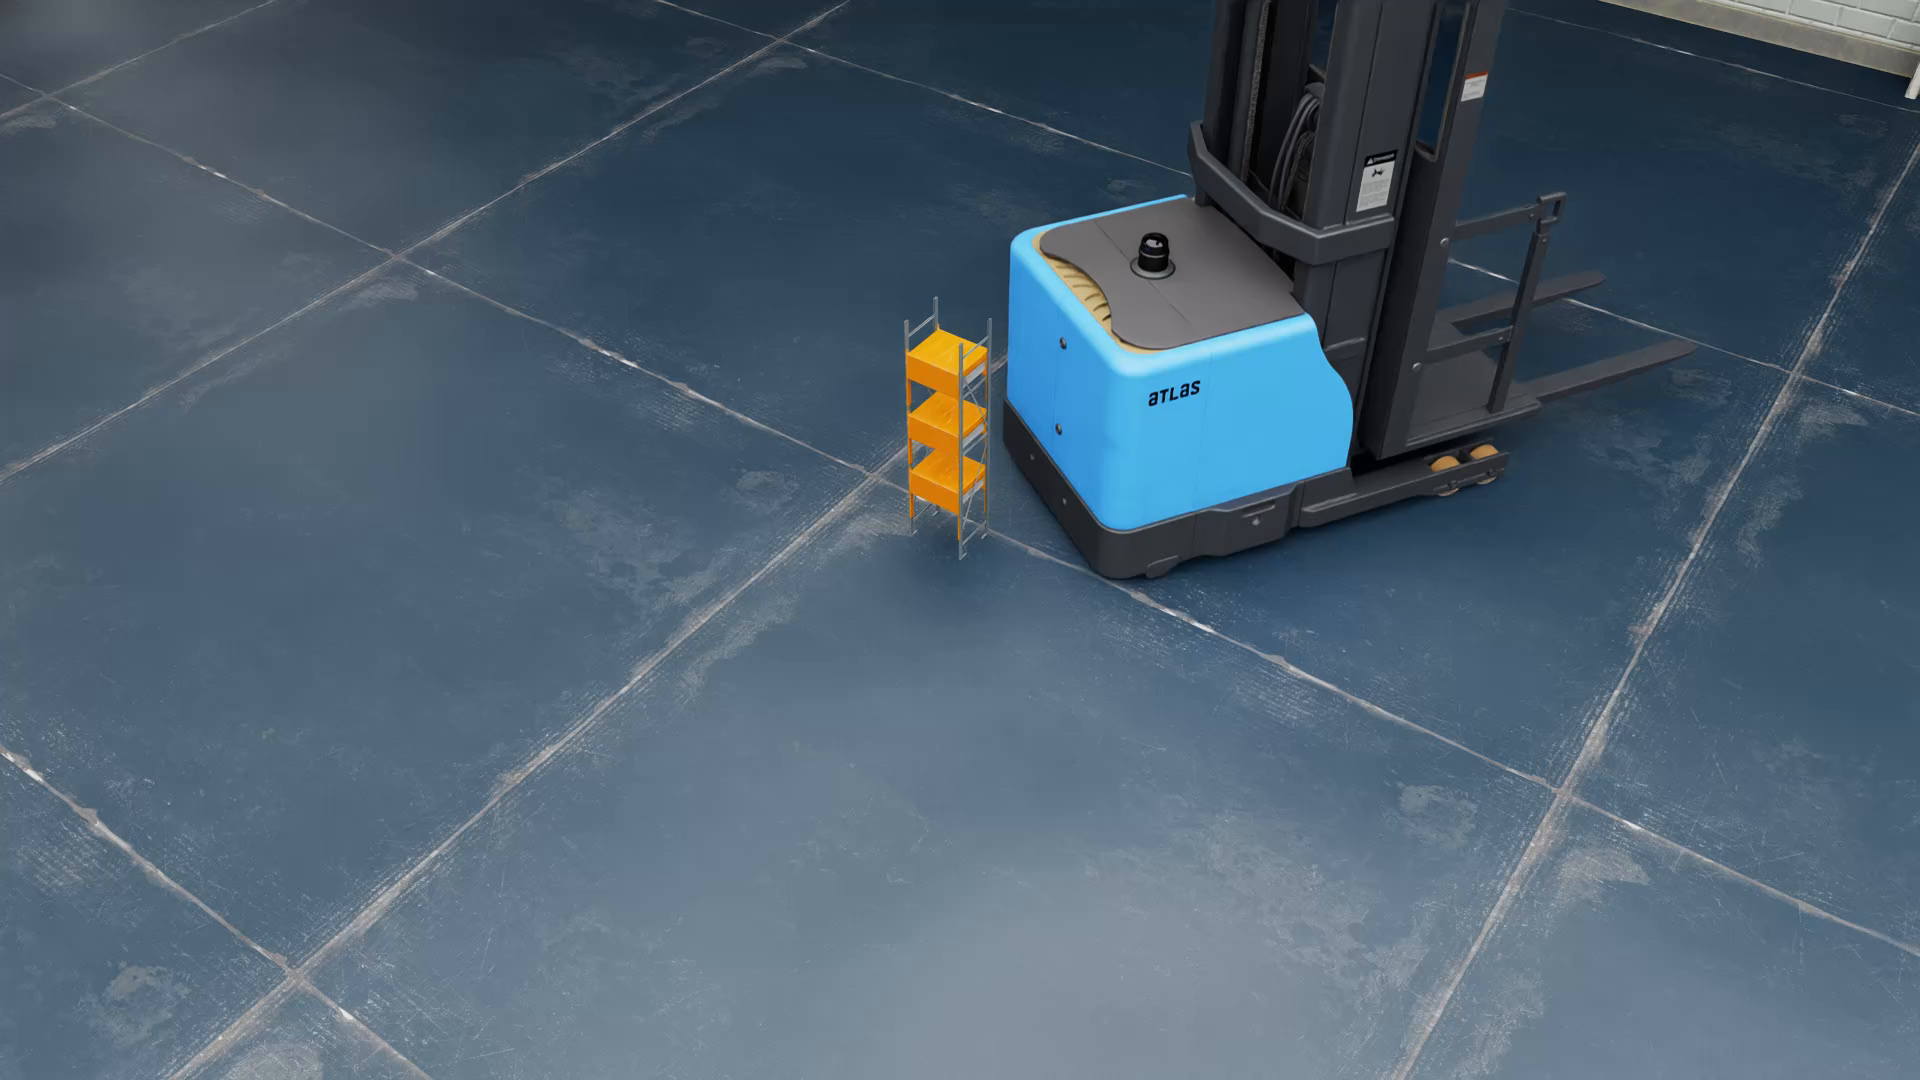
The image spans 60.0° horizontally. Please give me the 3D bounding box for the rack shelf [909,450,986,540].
[{"bbox_3d":[-0.044,-0.197,6.615,0.240,0.259,0.215,25,48,25],"label":"rack shelf"}]

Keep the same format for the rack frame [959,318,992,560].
[{"bbox_3d":[0.056,-0.365,6.371,0.008,1.050,0.200,25,48,25],"label":"rack frame"}]

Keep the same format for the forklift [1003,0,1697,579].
[{"bbox_3d":[1.748,-1.585,6.323,3.031,2.935,1.130,-16,44,-17],"label":"forklift"}]

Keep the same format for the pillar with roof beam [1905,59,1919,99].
[{"bbox_3d":[3.239,-3.575,3.996,0.400,9.000,9.100,25,48,25],"label":"pillar with roof beam"}]

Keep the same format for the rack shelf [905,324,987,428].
[{"bbox_3d":[-0.044,-0.615,6.241,0.240,0.259,0.215,25,48,25],"label":"rack shelf"}]

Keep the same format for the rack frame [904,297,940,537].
[{"bbox_3d":[-0.144,-0.458,6.475,0.008,1.050,0.200,25,48,25],"label":"rack frame"}]

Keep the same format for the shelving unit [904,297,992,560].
[{"bbox_3d":[-0.044,-0.412,6.423,0.252,1.050,0.215,25,48,25],"label":"shelving unit"}]

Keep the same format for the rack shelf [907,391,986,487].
[{"bbox_3d":[-0.044,-0.404,6.430,0.240,0.259,0.215,25,48,25],"label":"rack shelf"}]
